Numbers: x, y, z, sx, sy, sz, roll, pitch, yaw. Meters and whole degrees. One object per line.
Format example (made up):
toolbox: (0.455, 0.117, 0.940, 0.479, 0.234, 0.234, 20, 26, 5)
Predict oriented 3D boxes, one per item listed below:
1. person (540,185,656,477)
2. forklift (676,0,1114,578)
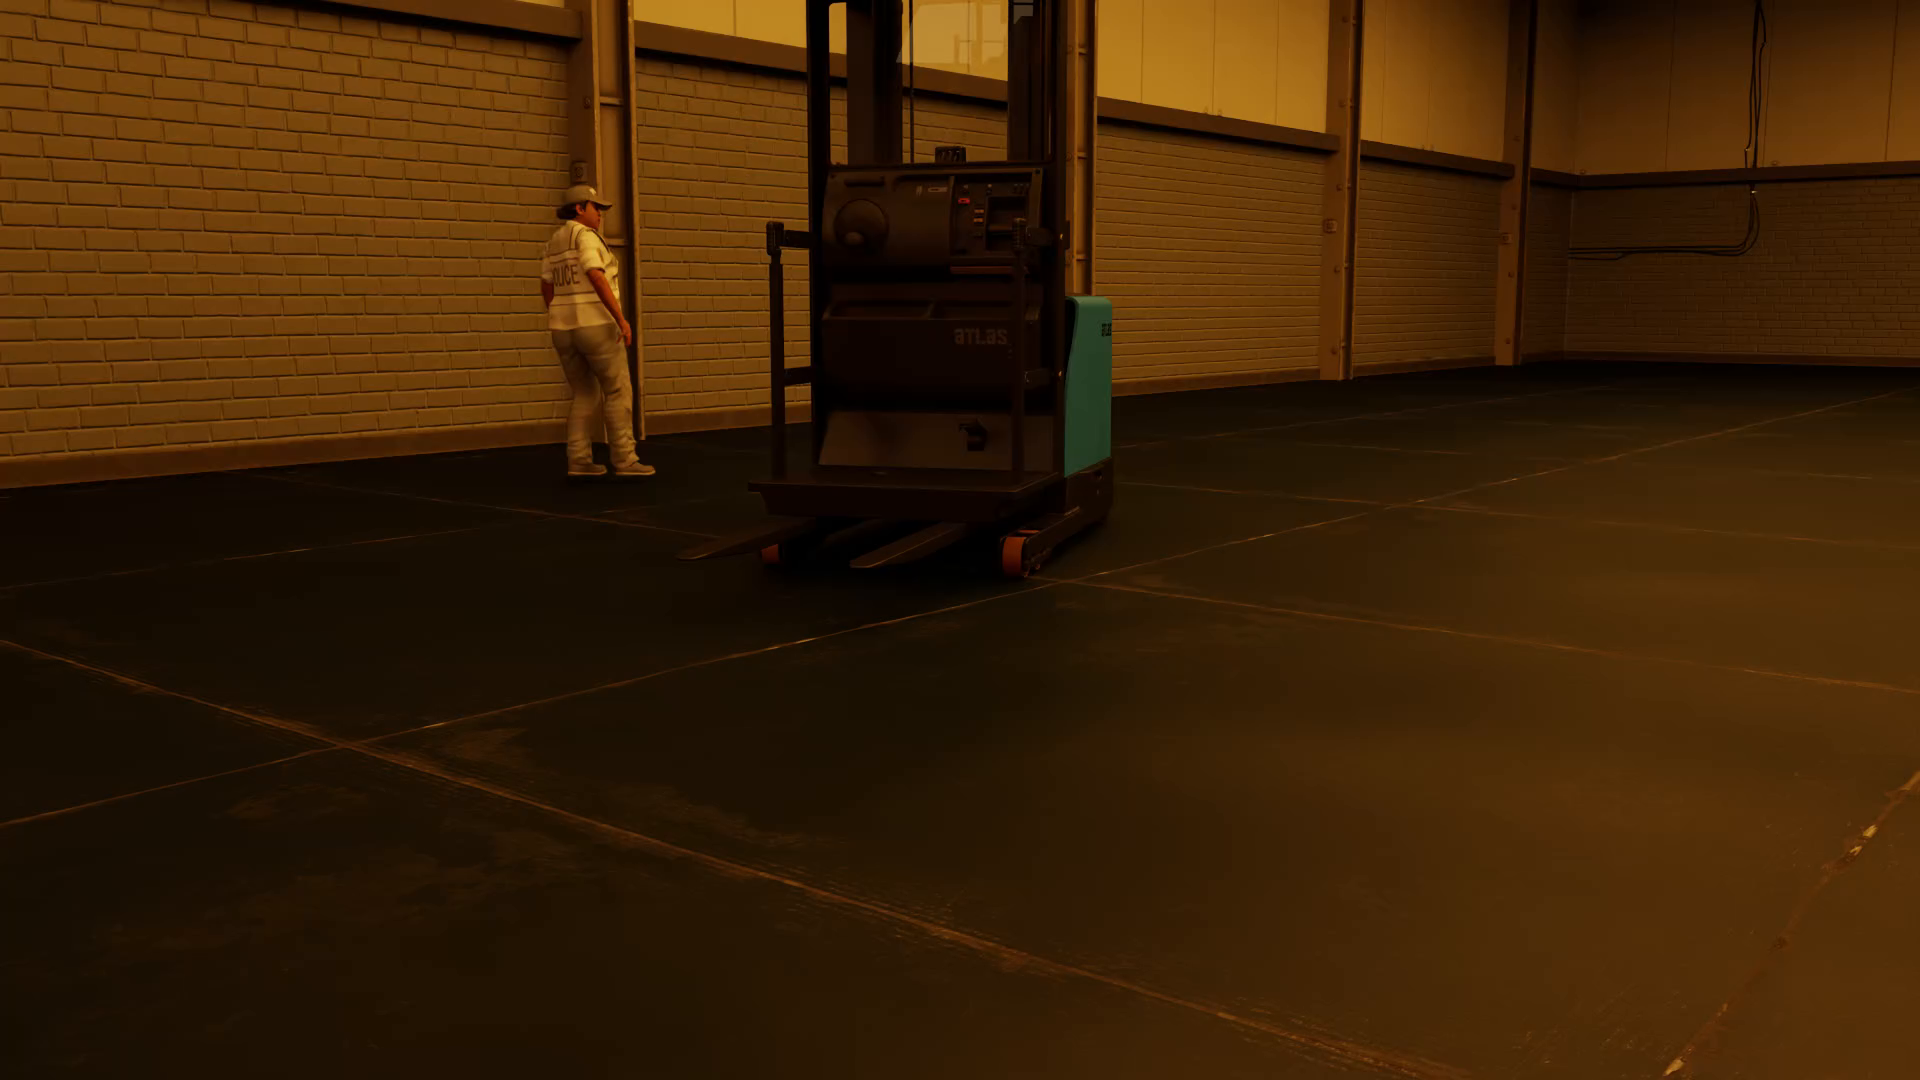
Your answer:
person: (-2.090, -1.194, 9.567, 0.653, 1.663, 0.519, 6, 10, 37)
forklift: (-0.176, -1.366, 6.616, 1.130, 2.935, 3.031, 3, 9, 17)
